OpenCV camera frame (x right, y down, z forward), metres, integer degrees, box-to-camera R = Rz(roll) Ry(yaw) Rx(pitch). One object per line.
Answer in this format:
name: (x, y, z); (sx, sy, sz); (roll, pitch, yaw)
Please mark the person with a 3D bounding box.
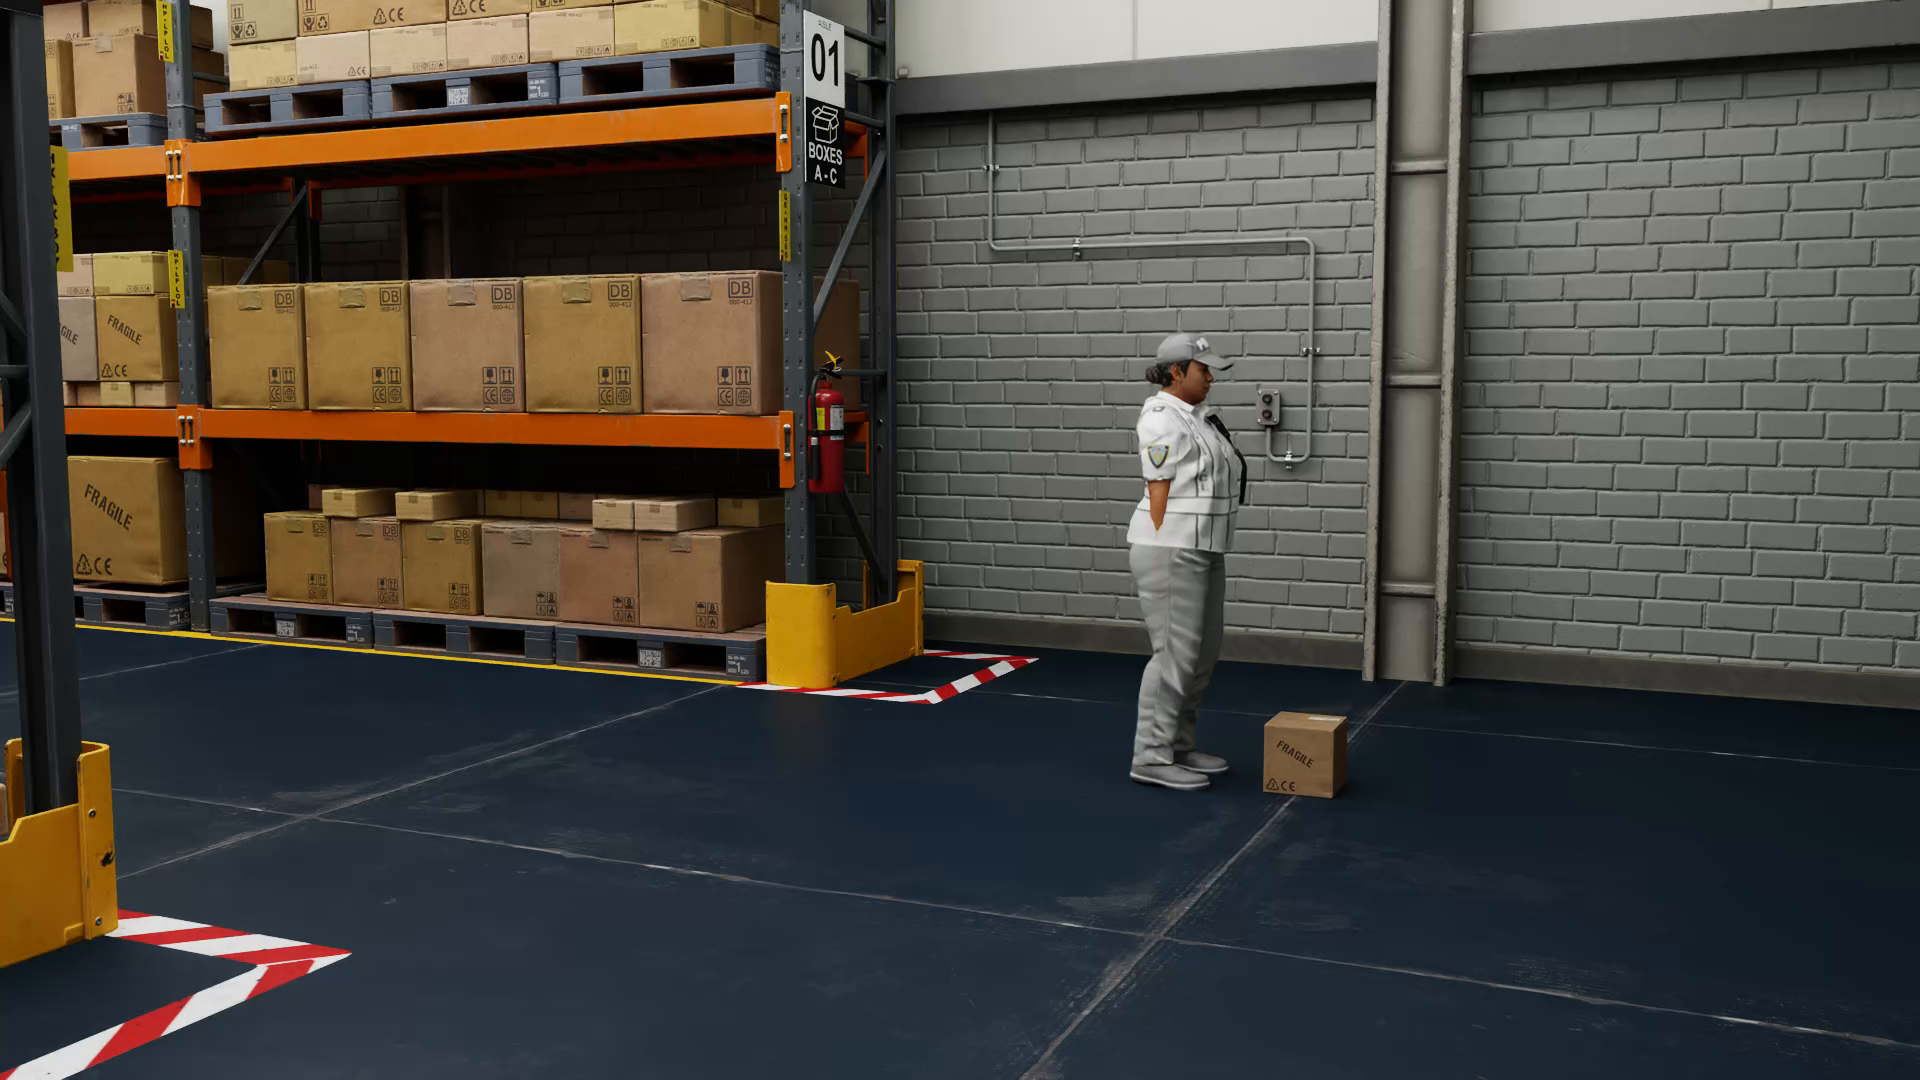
person: (0.836, 0.063, 6.178); (0.391, 1.661, 0.467); (3, 6, 25)
